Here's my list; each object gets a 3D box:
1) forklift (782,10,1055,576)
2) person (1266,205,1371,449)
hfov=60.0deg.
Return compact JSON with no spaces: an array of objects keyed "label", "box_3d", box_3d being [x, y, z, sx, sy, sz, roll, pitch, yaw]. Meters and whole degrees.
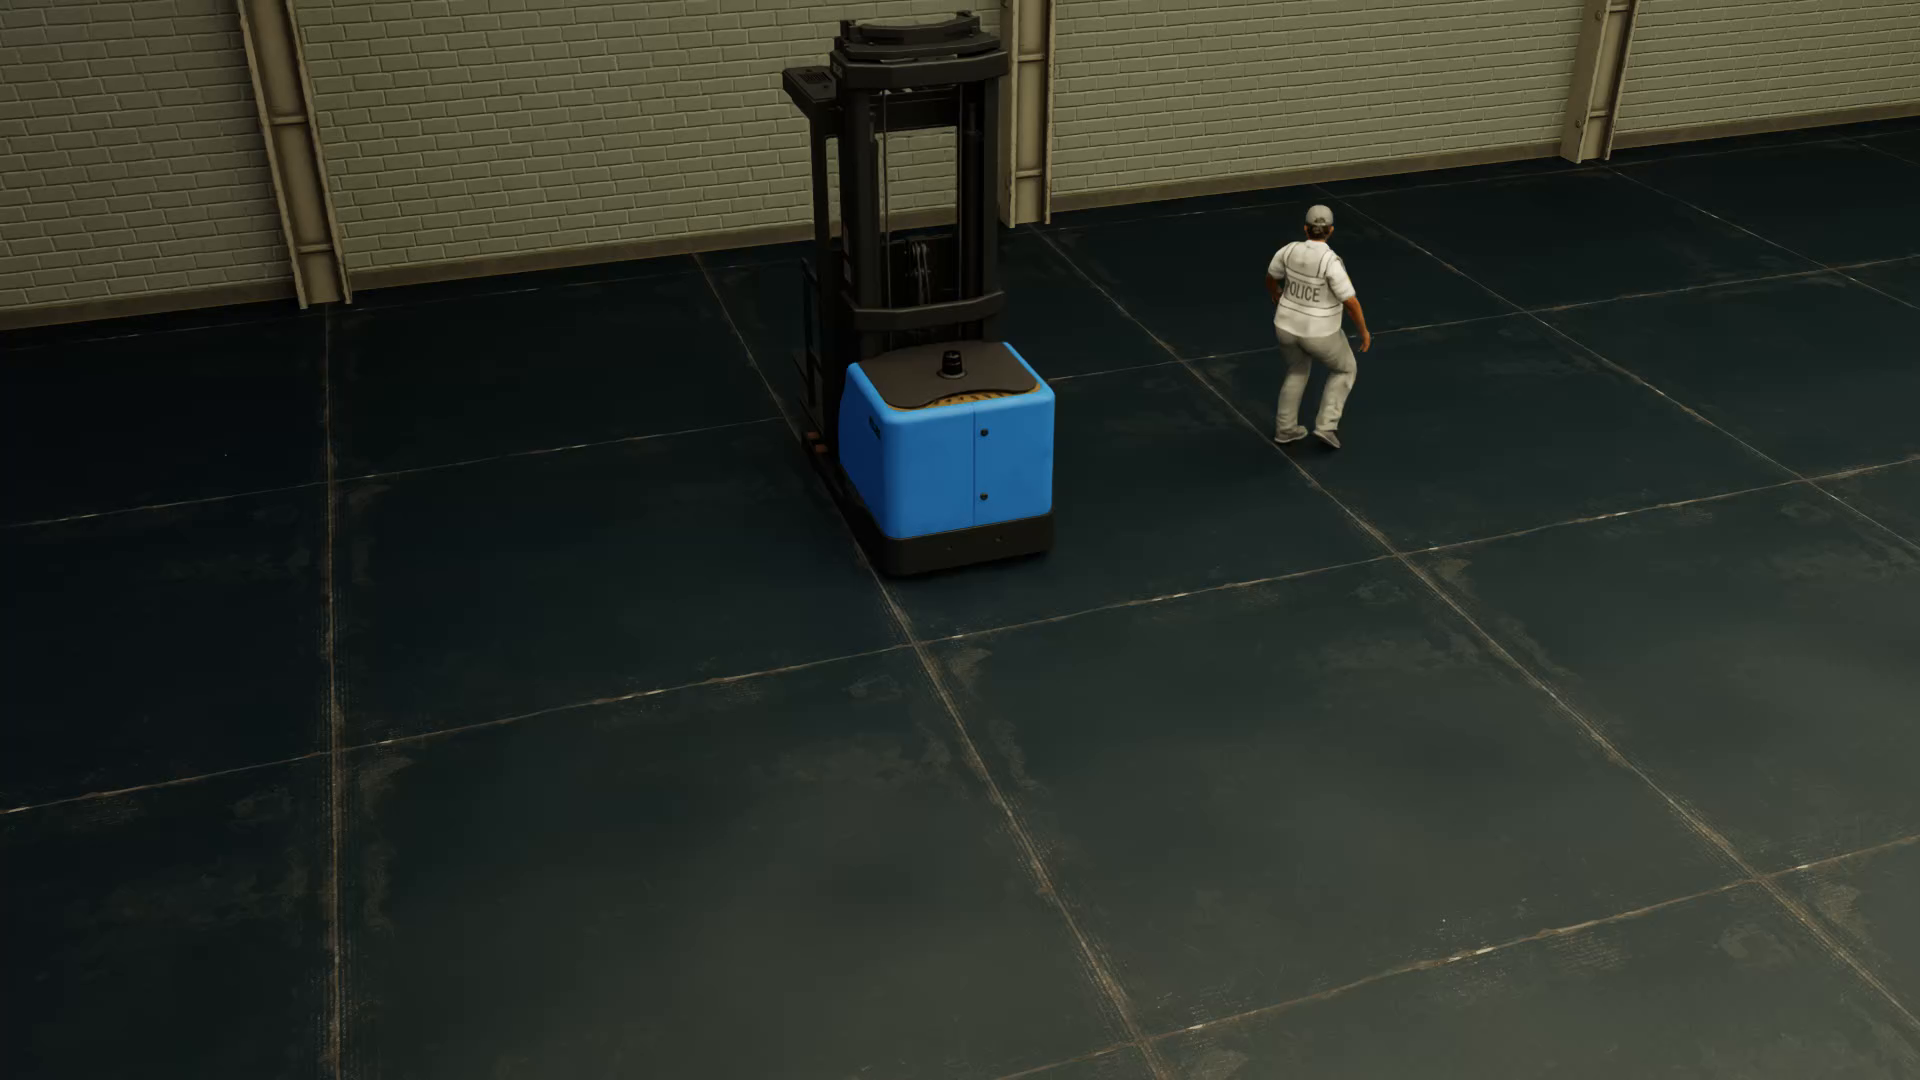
[{"label":"forklift","box_3d":[-0.407,-1.786,10.192,1.130,2.935,3.031,-10,31,-16]},{"label":"person","box_3d":[2.273,-1.371,10.811,0.490,1.674,0.796,-24,38,-36]}]
